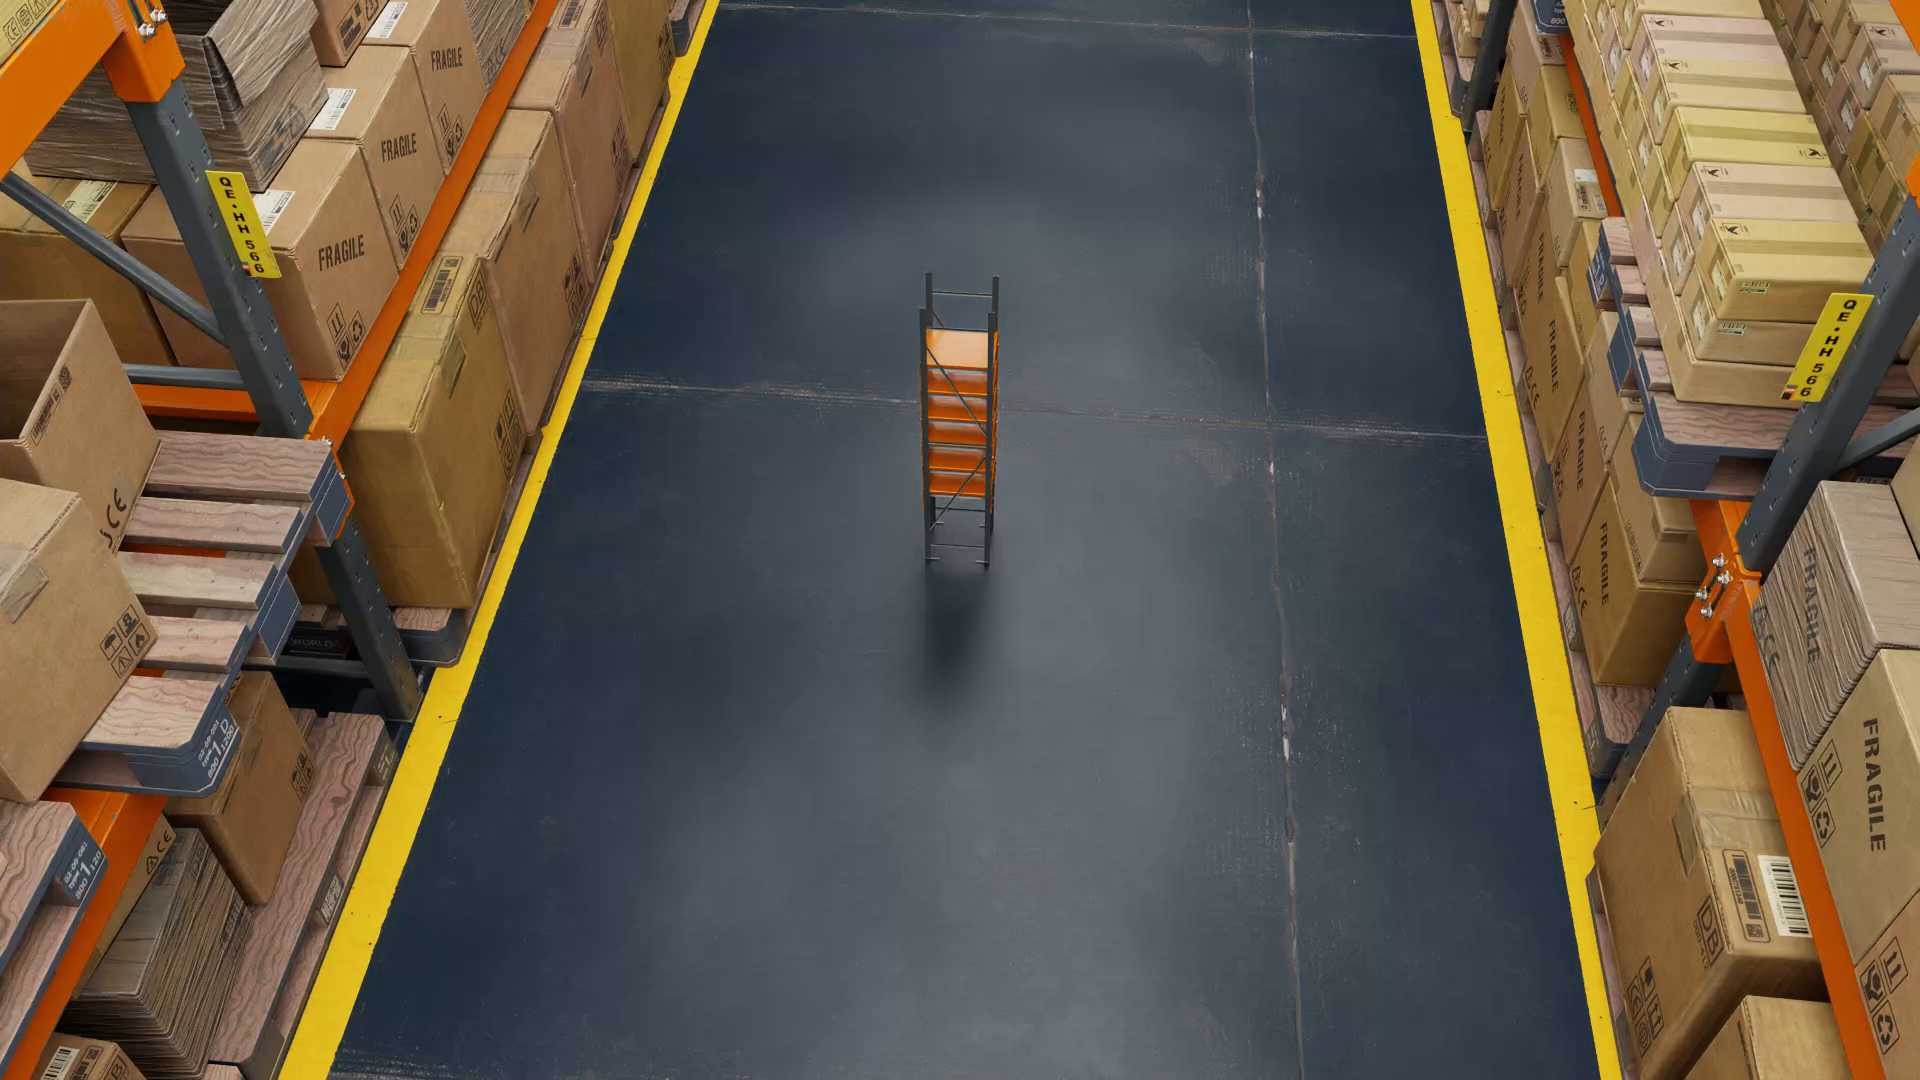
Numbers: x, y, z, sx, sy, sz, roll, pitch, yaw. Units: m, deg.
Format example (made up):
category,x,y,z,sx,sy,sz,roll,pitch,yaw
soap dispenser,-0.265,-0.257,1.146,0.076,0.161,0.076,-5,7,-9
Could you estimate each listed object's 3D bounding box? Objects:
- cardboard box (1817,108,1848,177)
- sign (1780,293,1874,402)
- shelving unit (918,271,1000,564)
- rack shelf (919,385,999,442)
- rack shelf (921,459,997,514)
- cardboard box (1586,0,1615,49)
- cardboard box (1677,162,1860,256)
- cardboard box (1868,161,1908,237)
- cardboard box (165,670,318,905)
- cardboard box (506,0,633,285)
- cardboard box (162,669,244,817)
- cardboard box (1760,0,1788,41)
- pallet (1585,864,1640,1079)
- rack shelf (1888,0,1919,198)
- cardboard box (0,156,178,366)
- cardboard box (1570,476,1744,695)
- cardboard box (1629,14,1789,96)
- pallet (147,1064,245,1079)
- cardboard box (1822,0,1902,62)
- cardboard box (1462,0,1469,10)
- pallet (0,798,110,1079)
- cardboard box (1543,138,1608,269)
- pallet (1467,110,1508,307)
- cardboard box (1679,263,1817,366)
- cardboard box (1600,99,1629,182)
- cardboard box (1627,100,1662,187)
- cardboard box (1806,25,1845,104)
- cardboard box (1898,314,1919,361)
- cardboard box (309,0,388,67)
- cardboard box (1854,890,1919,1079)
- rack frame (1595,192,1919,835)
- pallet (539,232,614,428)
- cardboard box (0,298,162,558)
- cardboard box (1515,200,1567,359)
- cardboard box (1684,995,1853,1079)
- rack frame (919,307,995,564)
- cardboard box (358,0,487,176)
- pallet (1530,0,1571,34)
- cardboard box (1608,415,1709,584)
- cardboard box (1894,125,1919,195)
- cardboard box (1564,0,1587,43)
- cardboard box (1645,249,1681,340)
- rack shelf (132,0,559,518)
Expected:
category,x,y,z,sx,sy,sz,roll,pitch,yaw
cardboard box,2.908,-1.215,5.214,0.380,0.149,0.250,5,48,5
sign,2.031,-0.447,3.895,0.100,0.325,0.005,4,48,4
shelving unit,-0.001,-0.394,5.798,0.258,1.200,0.189,4,48,4
rack shelf,-0.001,-0.445,5.742,0.258,0.103,0.180,4,48,4
rack shelf,-0.001,-0.202,6.007,0.258,0.103,0.180,4,48,4
cardboard box,2.303,-1.742,5.495,0.380,0.149,0.250,3,48,3
cardboard box,2.186,-0.887,4.511,0.380,0.149,0.250,3,48,3
cardboard box,2.860,-0.948,4.769,0.380,0.149,0.250,3,48,2
cardboard box,-2.399,0.728,4.948,0.700,0.500,0.500,2,48,1
cardboard box,-2.112,-1.697,6.925,1.225,0.875,0.875,2,48,2
cardboard box,-2.389,0.475,4.670,0.500,0.250,0.500,6,48,5
cardboard box,2.983,-1.787,5.737,0.380,0.149,0.250,6,48,5
pallet,2.426,1.462,4.770,1.003,0.211,1.213,4,48,4
rack shelf,2.755,-2.293,4.769,1.077,0.370,4.000,4,48,4
cardboard box,-2.559,-0.874,4.949,0.500,0.500,0.500,5,48,5
cardboard box,2.372,0.147,5.492,0.500,0.500,0.500,4,48,3
cardboard box,2.258,-1.452,5.028,0.380,0.149,0.250,4,48,4
pallet,-2.544,1.948,4.325,1.003,0.211,1.213,4,48,4
cardboard box,2.926,-1.604,5.167,0.380,0.149,0.250,5,48,5
cardboard box,2.662,-2.725,8.156,0.380,0.149,0.250,2,48,2
pallet,-2.497,1.061,3.377,1.003,0.211,1.213,4,48,4
cardboard box,2.510,-1.253,6.264,0.500,0.250,0.500,6,48,5
pallet,2.868,-1.480,7.460,1.003,0.211,1.213,4,48,4
cardboard box,2.164,-0.604,4.454,0.380,0.149,0.250,5,48,4
cardboard box,2.257,-1.256,5.252,0.380,0.149,0.250,2,48,2
cardboard box,2.231,-1.178,4.979,0.380,0.149,0.250,4,48,4
cardboard box,2.933,-1.499,5.272,0.380,0.149,0.250,3,48,3
cardboard box,2.839,-0.623,4.673,0.380,0.149,0.250,6,48,5
cardboard box,-2.213,-1.849,5.160,0.797,0.503,0.637,5,48,4
cardboard box,2.173,0.969,3.263,0.500,0.500,0.500,4,48,3
rack frame,2.573,-0.054,4.266,1.000,3.000,0.127,4,48,4
pallet,-2.097,-0.989,7.011,1.003,0.211,1.213,4,48,4
cardboard box,-2.367,-0.237,4.082,0.500,0.500,0.500,-1,48,-1
cardboard box,2.525,-0.991,6.533,0.500,0.500,0.500,5,48,4
cardboard box,2.351,1.648,3.950,1.050,0.750,0.750,5,48,4
rack frame,-0.010,-0.327,5.736,0.240,1.200,0.006,4,48,4
cardboard box,-1.954,-1.590,5.603,0.500,0.500,0.500,3,48,3
pallet,2.723,-2.376,6.521,1.003,0.211,1.213,4,48,4
cardboard box,2.374,-0.125,5.233,0.500,0.250,0.500,3,48,3
cardboard box,2.856,-1.015,4.628,0.380,0.149,0.250,4,48,3
cardboard box,2.330,-1.831,5.778,0.380,0.149,0.250,3,48,3
cardboard box,2.184,-0.686,4.730,0.380,0.149,0.250,4,48,3
rack shelf,-2.175,-1.688,6.249,1.077,0.370,4.000,4,48,4
